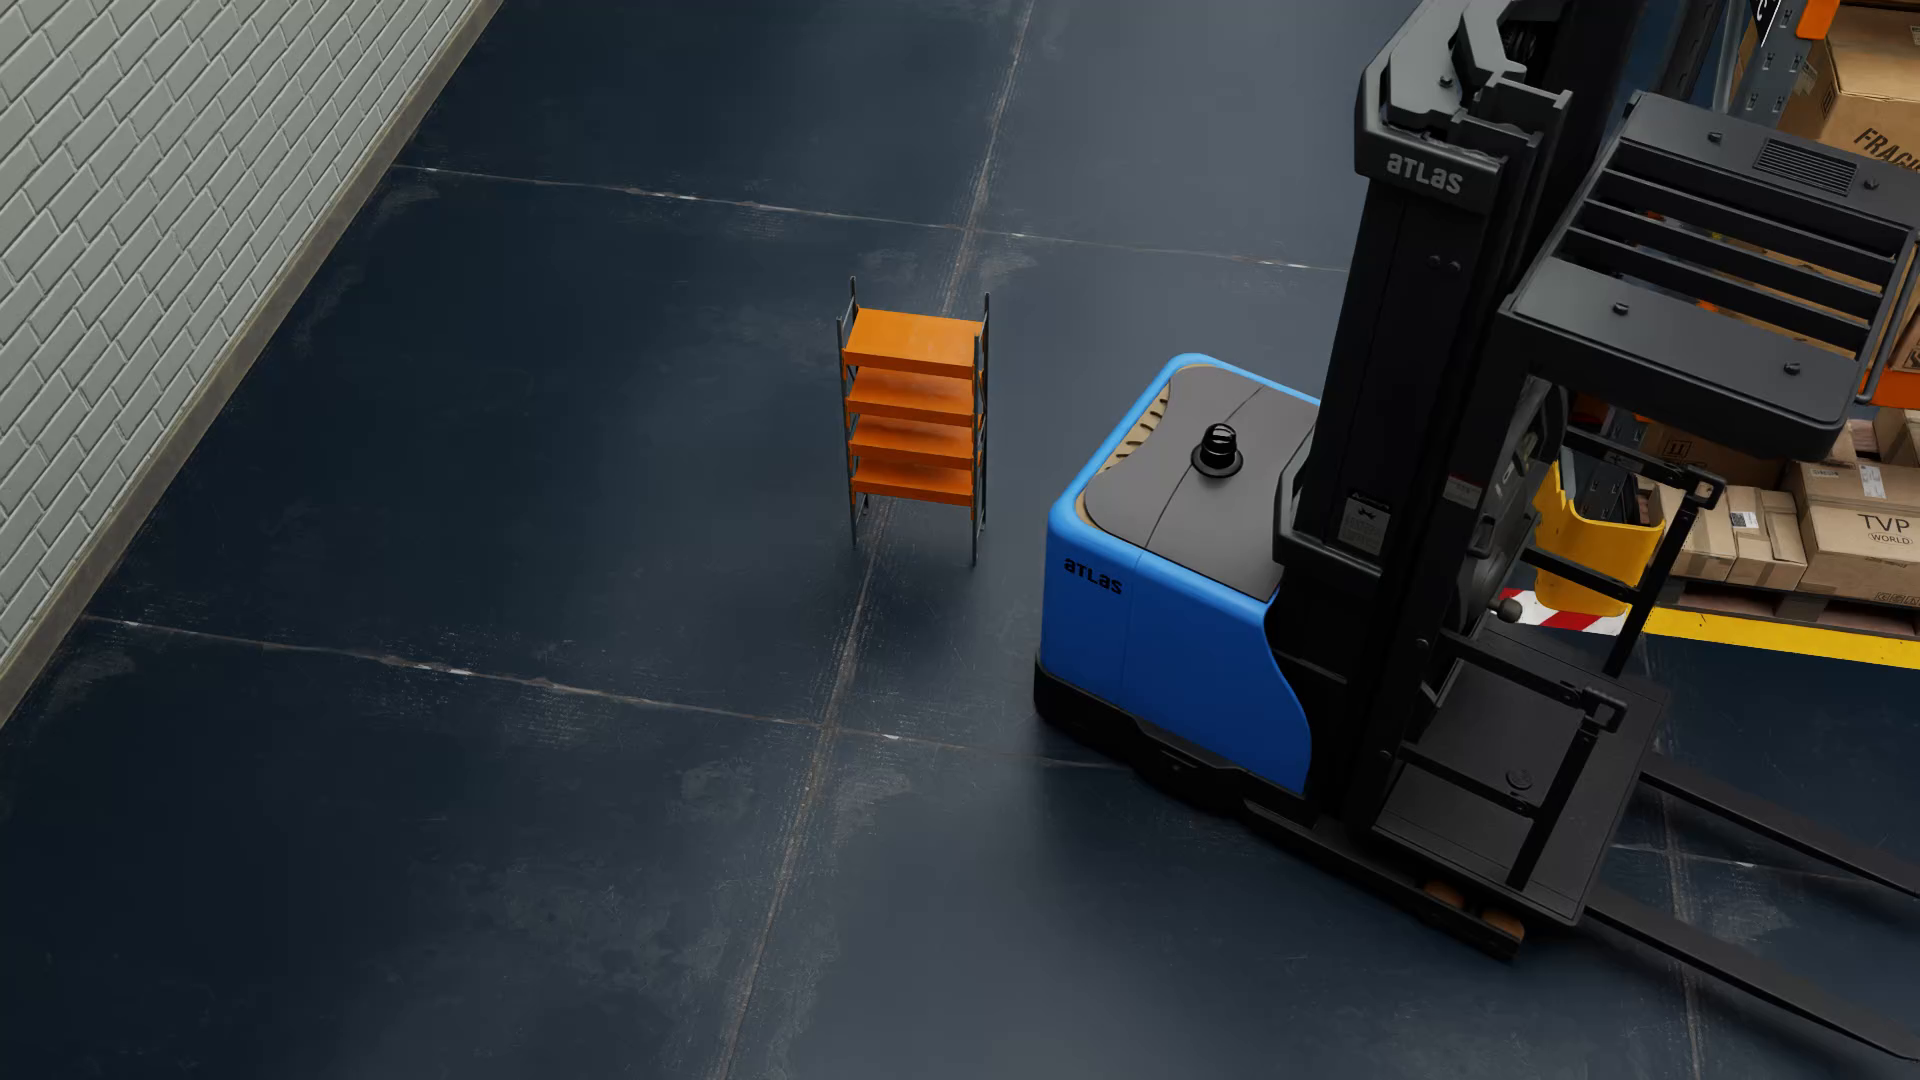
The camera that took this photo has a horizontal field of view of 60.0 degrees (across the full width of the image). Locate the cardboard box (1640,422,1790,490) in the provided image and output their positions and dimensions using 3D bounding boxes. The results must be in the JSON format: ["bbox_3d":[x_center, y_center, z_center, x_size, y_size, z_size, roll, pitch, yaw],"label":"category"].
[{"bbox_3d":[3.026,-0.575,6.607,0.500,0.500,0.500,8,49,7],"label":"cardboard box"}]

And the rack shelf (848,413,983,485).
[{"bbox_3d":[-0.163,-0.378,6.345,0.480,0.148,0.258,8,49,7],"label":"rack shelf"}]

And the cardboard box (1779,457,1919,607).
[{"bbox_3d":[3.424,-0.038,6.292,0.500,0.250,0.500,8,49,7],"label":"cardboard box"}]

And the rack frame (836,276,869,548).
[{"bbox_3d":[-0.403,-0.455,6.324,0.015,1.200,0.240,8,49,7],"label":"rack frame"}]

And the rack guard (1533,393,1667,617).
[{"bbox_3d":[2.522,-0.310,6.664,0.348,0.500,1.175,8,49,7],"label":"rack guard"}]

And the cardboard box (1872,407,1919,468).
[{"bbox_3d":[3.955,-0.344,6.567,0.500,0.250,0.500,8,49,7],"label":"cardboard box"}]

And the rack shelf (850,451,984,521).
[{"bbox_3d":[-0.163,-0.245,6.493,0.480,0.148,0.258,8,49,7],"label":"rack shelf"}]

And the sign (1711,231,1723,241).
[{"bbox_3d":[2.351,-1.047,5.065,0.005,0.325,0.100,8,49,7],"label":"sign"}]

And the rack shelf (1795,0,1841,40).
[{"bbox_3d":[4.415,-1.653,4.658,4.000,0.370,1.077,8,49,7],"label":"rack shelf"}]

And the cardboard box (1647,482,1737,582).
[{"bbox_3d":[2.798,-0.043,6.364,0.250,0.149,0.380,8,49,7],"label":"cardboard box"}]

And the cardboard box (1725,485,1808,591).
[{"bbox_3d":[3.044,-0.015,6.328,0.250,0.166,0.380,8,49,7],"label":"cardboard box"}]

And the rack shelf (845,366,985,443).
[{"bbox_3d":[-0.163,-0.527,6.179,0.480,0.148,0.258,8,49,7],"label":"rack shelf"}]

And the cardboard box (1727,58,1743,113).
[{"bbox_3d":[2.936,-1.329,5.832,0.500,0.500,0.500,9,49,8],"label":"cardboard box"}]

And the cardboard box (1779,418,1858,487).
[{"bbox_3d":[3.408,-0.344,6.624,0.250,0.166,0.380,8,49,7],"label":"cardboard box"}]

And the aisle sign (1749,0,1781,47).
[{"bbox_3d":[2.327,-1.818,4.591,0.004,0.787,0.394,8,49,7],"label":"aisle sign"}]

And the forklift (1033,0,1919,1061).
[{"bbox_3d":[1.792,-0.066,4.810,3.031,2.935,1.130,25,53,21],"label":"forklift"}]

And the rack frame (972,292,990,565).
[{"bbox_3d":[0.077,-0.391,6.266,0.015,1.200,0.240,8,49,7],"label":"rack frame"}]

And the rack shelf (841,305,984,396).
[{"bbox_3d":[-0.163,-0.686,6.003,0.480,0.148,0.258,8,49,7],"label":"rack shelf"}]

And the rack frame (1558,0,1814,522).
[{"bbox_3d":[2.447,-1.155,5.743,0.127,3.000,1.000,8,49,7],"label":"rack frame"}]

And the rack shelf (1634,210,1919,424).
[{"bbox_3d":[4.415,-0.650,5.773,4.000,0.370,1.077,8,49,7],"label":"rack shelf"}]

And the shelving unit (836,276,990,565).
[{"bbox_3d":[-0.163,-0.423,6.295,0.503,1.200,0.258,8,49,7],"label":"shelving unit"}]

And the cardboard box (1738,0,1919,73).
[{"bbox_3d":[2.934,-1.665,5.462,0.500,0.500,0.500,7,48,6],"label":"cardboard box"}]

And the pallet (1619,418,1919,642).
[{"bbox_3d":[3.306,-0.108,6.678,1.213,0.211,1.003,8,49,7],"label":"pallet"}]

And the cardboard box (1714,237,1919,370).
[{"bbox_3d":[2.837,-0.937,5.480,0.500,0.500,0.500,9,49,8],"label":"cardboard box"}]

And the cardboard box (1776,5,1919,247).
[{"bbox_3d":[2.837,-1.271,5.108,0.500,0.500,0.500,9,49,8],"label":"cardboard box"}]

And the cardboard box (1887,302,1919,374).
[{"bbox_3d":[3.345,-0.873,5.422,0.500,0.500,0.500,7,48,6],"label":"cardboard box"}]
